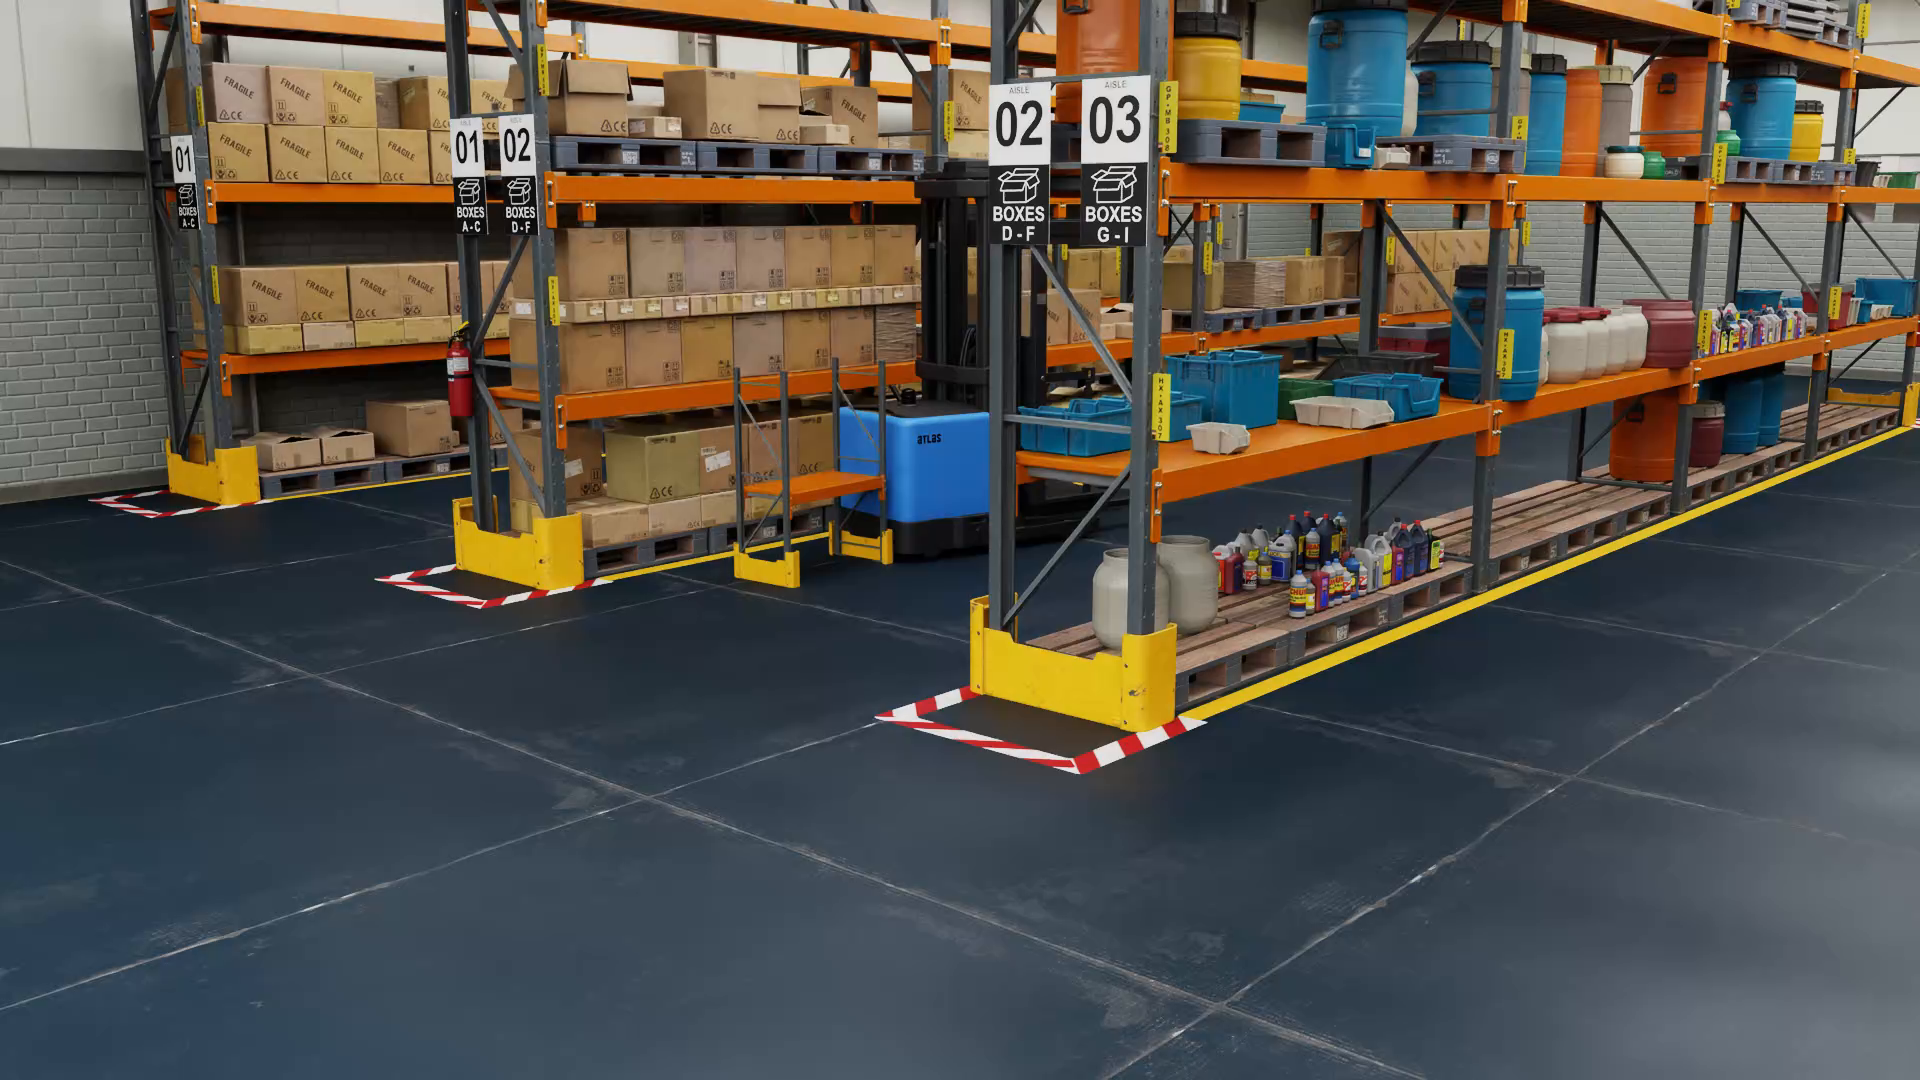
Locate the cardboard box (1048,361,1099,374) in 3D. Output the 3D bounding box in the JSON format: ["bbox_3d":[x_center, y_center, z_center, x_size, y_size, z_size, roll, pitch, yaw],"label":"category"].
[{"bbox_3d":[1.617,-2.705,24.404,0.700,0.500,0.500,10,15,41],"label":"cardboard box"}]

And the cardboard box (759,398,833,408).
[{"bbox_3d":[-1.376,-0.934,14.261,0.500,0.500,0.500,10,15,40],"label":"cardboard box"}]

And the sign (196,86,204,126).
[{"bbox_3d":[-6.467,-3.692,14.146,0.100,0.325,0.005,10,15,40],"label":"sign"}]

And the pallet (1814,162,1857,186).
[{"bbox_3d":[8.044,-3.597,16.387,1.213,0.211,1.003,10,15,40],"label":"pallet"}]

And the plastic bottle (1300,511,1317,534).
[{"bbox_3d":[2.363,-0.021,11.300,0.144,0.351,0.185,10,15,42],"label":"plastic bottle"}]

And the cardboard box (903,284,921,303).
[{"bbox_3d":[-0.530,-2.110,14.207,0.380,0.149,0.250,10,15,40],"label":"cardboard box"}]

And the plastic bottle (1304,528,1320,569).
[{"bbox_3d":[2.358,0.054,11.123,0.097,0.271,0.097,0,11,0],"label":"plastic bottle"}]

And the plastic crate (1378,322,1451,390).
[{"bbox_3d":[3.297,-1.312,11.958,0.402,0.464,0.583,10,15,40],"label":"plastic crate"}]

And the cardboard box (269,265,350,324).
[{"bbox_3d":[-6.000,-2.269,15.330,0.500,0.500,0.500,10,15,41],"label":"cardboard box"}]

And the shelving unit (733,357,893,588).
[{"bbox_3d":[-1.056,-0.519,11.978,0.587,1.500,1.083,9,14,37],"label":"shelving unit"}]

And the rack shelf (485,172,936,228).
[{"bbox_3d":[-1.831,-2.635,12.922,1.077,0.370,4.000,10,15,40],"label":"rack shelf"}]

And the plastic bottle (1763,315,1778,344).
[{"bbox_3d":[7.808,-2.039,16.076,0.152,0.276,0.135,10,15,40],"label":"plastic bottle"}]

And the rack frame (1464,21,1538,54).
[{"bbox_3d":[7.410,-6.518,22.871,1.000,3.000,0.127,10,15,40],"label":"rack frame"}]

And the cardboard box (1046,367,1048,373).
[{"bbox_3d":[0.715,-2.667,23.322,0.750,0.750,0.750,10,15,41],"label":"cardboard box"}]

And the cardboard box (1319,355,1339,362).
[{"bbox_3d":[4.933,-2.098,21.317,0.500,0.500,0.500,10,15,40],"label":"cardboard box"}]

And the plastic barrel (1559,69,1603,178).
[{"bbox_3d":[4.711,-3.251,13.074,0.600,0.830,0.708,10,15,40],"label":"plastic barrel"}]

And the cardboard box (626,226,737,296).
[{"bbox_3d":[-2.124,-2.135,12.673,0.700,0.500,0.500,10,15,41],"label":"cardboard box"}]

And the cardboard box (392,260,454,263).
[{"bbox_3d":[-5.379,-2.564,16.809,0.500,0.500,0.500,10,15,42],"label":"cardboard box"}]

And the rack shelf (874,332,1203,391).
[{"bbox_3d":[0.809,-1.752,16.163,1.077,0.370,4.000,10,15,40],"label":"rack shelf"}]

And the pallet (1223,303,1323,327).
[{"bbox_3d":[3.410,-2.592,19.020,1.003,0.211,1.213,10,15,40],"label":"pallet"}]

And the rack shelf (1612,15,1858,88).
[{"bbox_3d":[7.168,-4.446,15.352,1.077,0.370,4.000,10,15,40],"label":"rack shelf"}]

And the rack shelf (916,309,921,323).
[{"bbox_3d":[-0.274,-2.981,22.313,1.077,0.370,4.000,10,15,40],"label":"rack shelf"}]

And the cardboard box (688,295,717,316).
[{"bbox_3d":[-2.050,-1.771,12.510,0.380,0.149,0.250,9,14,38],"label":"cardboard box"}]

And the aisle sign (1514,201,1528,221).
[{"bbox_3d":[7.685,-4.822,23.056,0.394,0.787,0.004,10,15,40],"label":"aisle sign"}]

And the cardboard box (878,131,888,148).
[{"bbox_3d":[-1.323,-4.852,20.810,0.700,0.500,0.500,8,14,36],"label":"cardboard box"}]

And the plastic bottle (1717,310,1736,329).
[{"bbox_3d":[7.197,-1.983,15.607,0.144,0.351,0.185,10,15,40],"label":"plastic bottle"}]

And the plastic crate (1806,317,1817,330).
[{"bbox_3d":[8.903,-2.297,17.573,0.396,0.136,0.243,10,15,40],"label":"plastic crate"}]

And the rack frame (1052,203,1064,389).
[{"bbox_3d":[1.046,-3.628,23.716,1.000,3.000,0.127,10,15,40],"label":"rack frame"}]

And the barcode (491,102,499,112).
[{"bbox_3d":[-3.315,-3.085,11.856,0.001,0.075,0.075,10,15,40],"label":"barcode"}]

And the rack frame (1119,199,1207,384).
[{"bbox_3d":[2.129,-2.399,17.566,1.000,3.000,0.127,10,15,40],"label":"rack frame"}]

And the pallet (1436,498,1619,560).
[{"bbox_3d":[4.502,-0.103,13.189,1.003,0.211,1.213,10,15,40],"label":"pallet"}]

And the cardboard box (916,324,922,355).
[{"bbox_3d":[-0.219,-1.815,15.025,0.500,0.250,0.500,11,16,44],"label":"cardboard box"}]

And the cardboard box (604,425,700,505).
[{"bbox_3d":[-2.302,-0.572,12.448,0.500,0.500,0.500,10,15,40],"label":"cardboard box"}]

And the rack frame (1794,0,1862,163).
[{"bbox_3d":[8.488,-5.289,16.715,1.000,3.000,0.127,10,15,40],"label":"rack frame"}]

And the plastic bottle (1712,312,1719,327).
[{"bbox_3d":[7.399,-2.111,16.440,0.152,0.276,0.135,10,15,40],"label":"plastic bottle"}]

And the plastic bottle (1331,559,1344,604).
[{"bbox_3d":[2.290,0.249,10.148,0.097,0.271,0.097,0,11,0],"label":"plastic bottle"}]

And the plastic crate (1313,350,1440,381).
[{"bbox_3d":[2.766,-1.079,11.113,0.767,0.338,0.504,10,15,40],"label":"plastic crate"}]

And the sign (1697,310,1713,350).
[{"bbox_3d":[6.266,-1.768,13.989,0.100,0.325,0.005,10,15,40],"label":"sign"}]

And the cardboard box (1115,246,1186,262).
[{"bbox_3d":[2.886,-4.179,25.708,0.980,0.700,0.700,10,15,40],"label":"cardboard box"}]

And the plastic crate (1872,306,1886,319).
[{"bbox_3d":[10.524,-2.651,19.347,0.396,0.136,0.243,10,15,40],"label":"plastic crate"}]

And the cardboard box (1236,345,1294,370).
[{"bbox_3d":[3.607,-2.159,19.705,0.500,0.250,0.500,10,15,40],"label":"cardboard box"}]

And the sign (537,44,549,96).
[{"bbox_3d":[-2.739,-3.088,10.922,0.100,0.325,0.005,10,15,40],"label":"sign"}]

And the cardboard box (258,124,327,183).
[{"bbox_3d":[-6.085,-3.483,15.028,0.500,0.500,0.500,-11,16,-44],"label":"cardboard box"}]

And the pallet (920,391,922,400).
[{"bbox_3d":[-0.212,-1.957,22.469,1.003,0.211,1.213,10,15,40],"label":"pallet"}]

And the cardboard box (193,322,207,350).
[{"bbox_3d":[-6.712,-1.892,15.359,0.500,0.250,0.500,10,15,41],"label":"cardboard box"}]

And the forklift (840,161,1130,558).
[{"bbox_3d":[0.504,-1.510,13.289,3.031,2.935,1.130,-8,14,-36],"label":"forklift"}]

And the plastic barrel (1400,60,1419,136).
[{"bbox_3d":[2.775,-2.864,10.874,0.421,0.512,0.421,0,11,0],"label":"plastic barrel"}]

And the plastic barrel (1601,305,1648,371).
[{"bbox_3d":[5.329,-1.634,13.449,0.421,0.512,0.421,0,11,0],"label":"plastic barrel"}]

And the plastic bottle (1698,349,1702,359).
[{"bbox_3d":[6.376,-1.719,14.478,0.152,0.276,0.135,10,15,40],"label":"plastic bottle"}]

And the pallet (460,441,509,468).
[{"bbox_3d":[-4.651,-0.980,17.578,1.003,0.211,1.213,10,15,40],"label":"pallet"}]

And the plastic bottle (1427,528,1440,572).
[{"bbox_3d":[3.138,0.060,11.065,0.061,0.283,0.133,11,16,43],"label":"plastic bottle"}]

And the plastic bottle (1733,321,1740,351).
[{"bbox_3d":[7.083,-1.867,15.227,0.097,0.271,0.097,0,11,0],"label":"plastic bottle"}]

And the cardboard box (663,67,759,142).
[{"bbox_3d":[-1.850,-3.226,12.361,0.500,0.500,0.500,10,15,40],"label":"cardboard box"}]

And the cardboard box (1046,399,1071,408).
[{"bbox_3d":[0.963,-1.198,16.069,0.500,0.311,0.500,10,15,42],"label":"cardboard box"}]
